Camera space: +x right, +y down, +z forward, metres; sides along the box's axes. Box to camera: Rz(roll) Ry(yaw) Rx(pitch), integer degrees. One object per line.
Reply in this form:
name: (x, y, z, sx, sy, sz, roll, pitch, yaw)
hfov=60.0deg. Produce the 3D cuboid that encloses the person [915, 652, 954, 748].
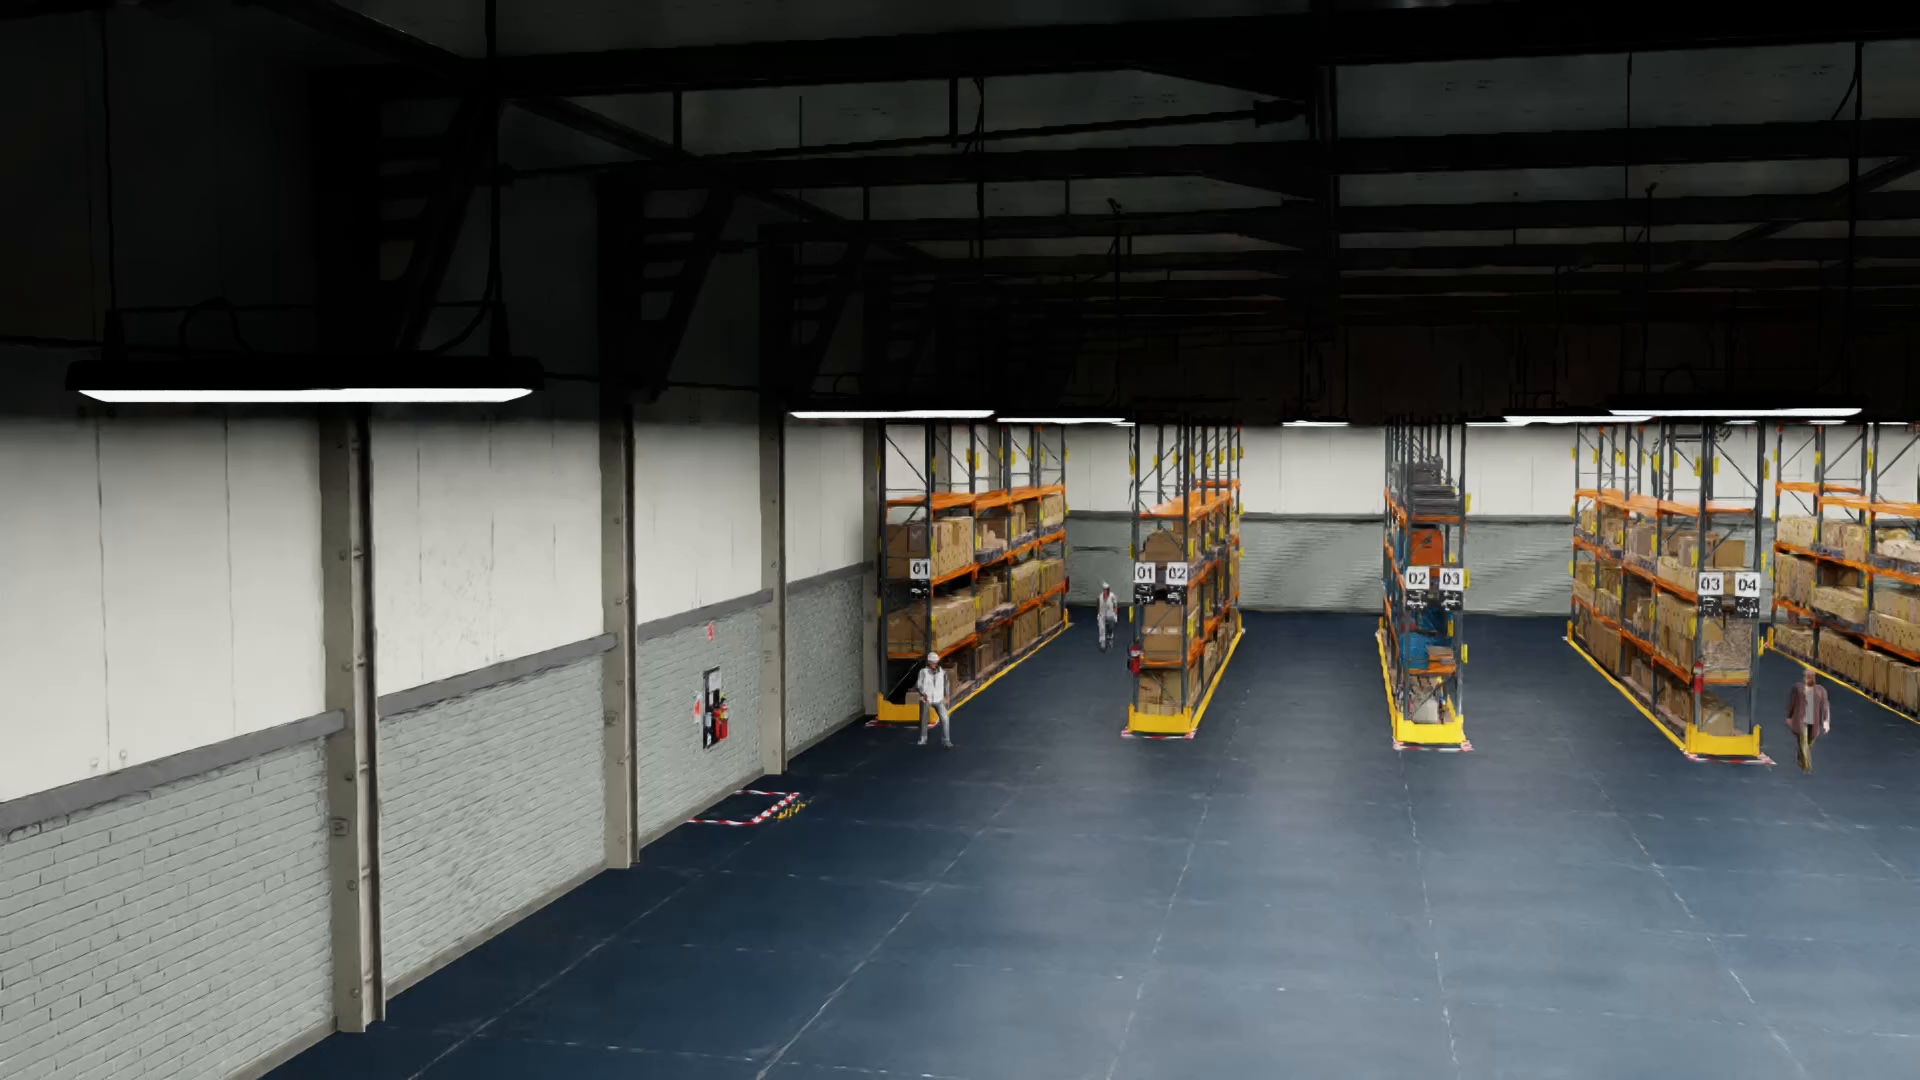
person: (-0.483, 2.845, 29.764, 0.676, 1.717, 0.780, -1, 4, -8)

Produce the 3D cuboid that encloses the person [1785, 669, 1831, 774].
person: (14.082, 2.989, 27.588, 0.600, 1.725, 1.111, 1, 4, 12)

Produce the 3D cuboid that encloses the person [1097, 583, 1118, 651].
person: (3.792, 1.957, 42.849, 0.567, 1.736, 1.044, 1, 4, 12)

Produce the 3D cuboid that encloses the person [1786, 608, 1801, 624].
person: (22.396, 1.861, 44.648, 0.374, 1.666, 0.532, -1, 4, -18)
